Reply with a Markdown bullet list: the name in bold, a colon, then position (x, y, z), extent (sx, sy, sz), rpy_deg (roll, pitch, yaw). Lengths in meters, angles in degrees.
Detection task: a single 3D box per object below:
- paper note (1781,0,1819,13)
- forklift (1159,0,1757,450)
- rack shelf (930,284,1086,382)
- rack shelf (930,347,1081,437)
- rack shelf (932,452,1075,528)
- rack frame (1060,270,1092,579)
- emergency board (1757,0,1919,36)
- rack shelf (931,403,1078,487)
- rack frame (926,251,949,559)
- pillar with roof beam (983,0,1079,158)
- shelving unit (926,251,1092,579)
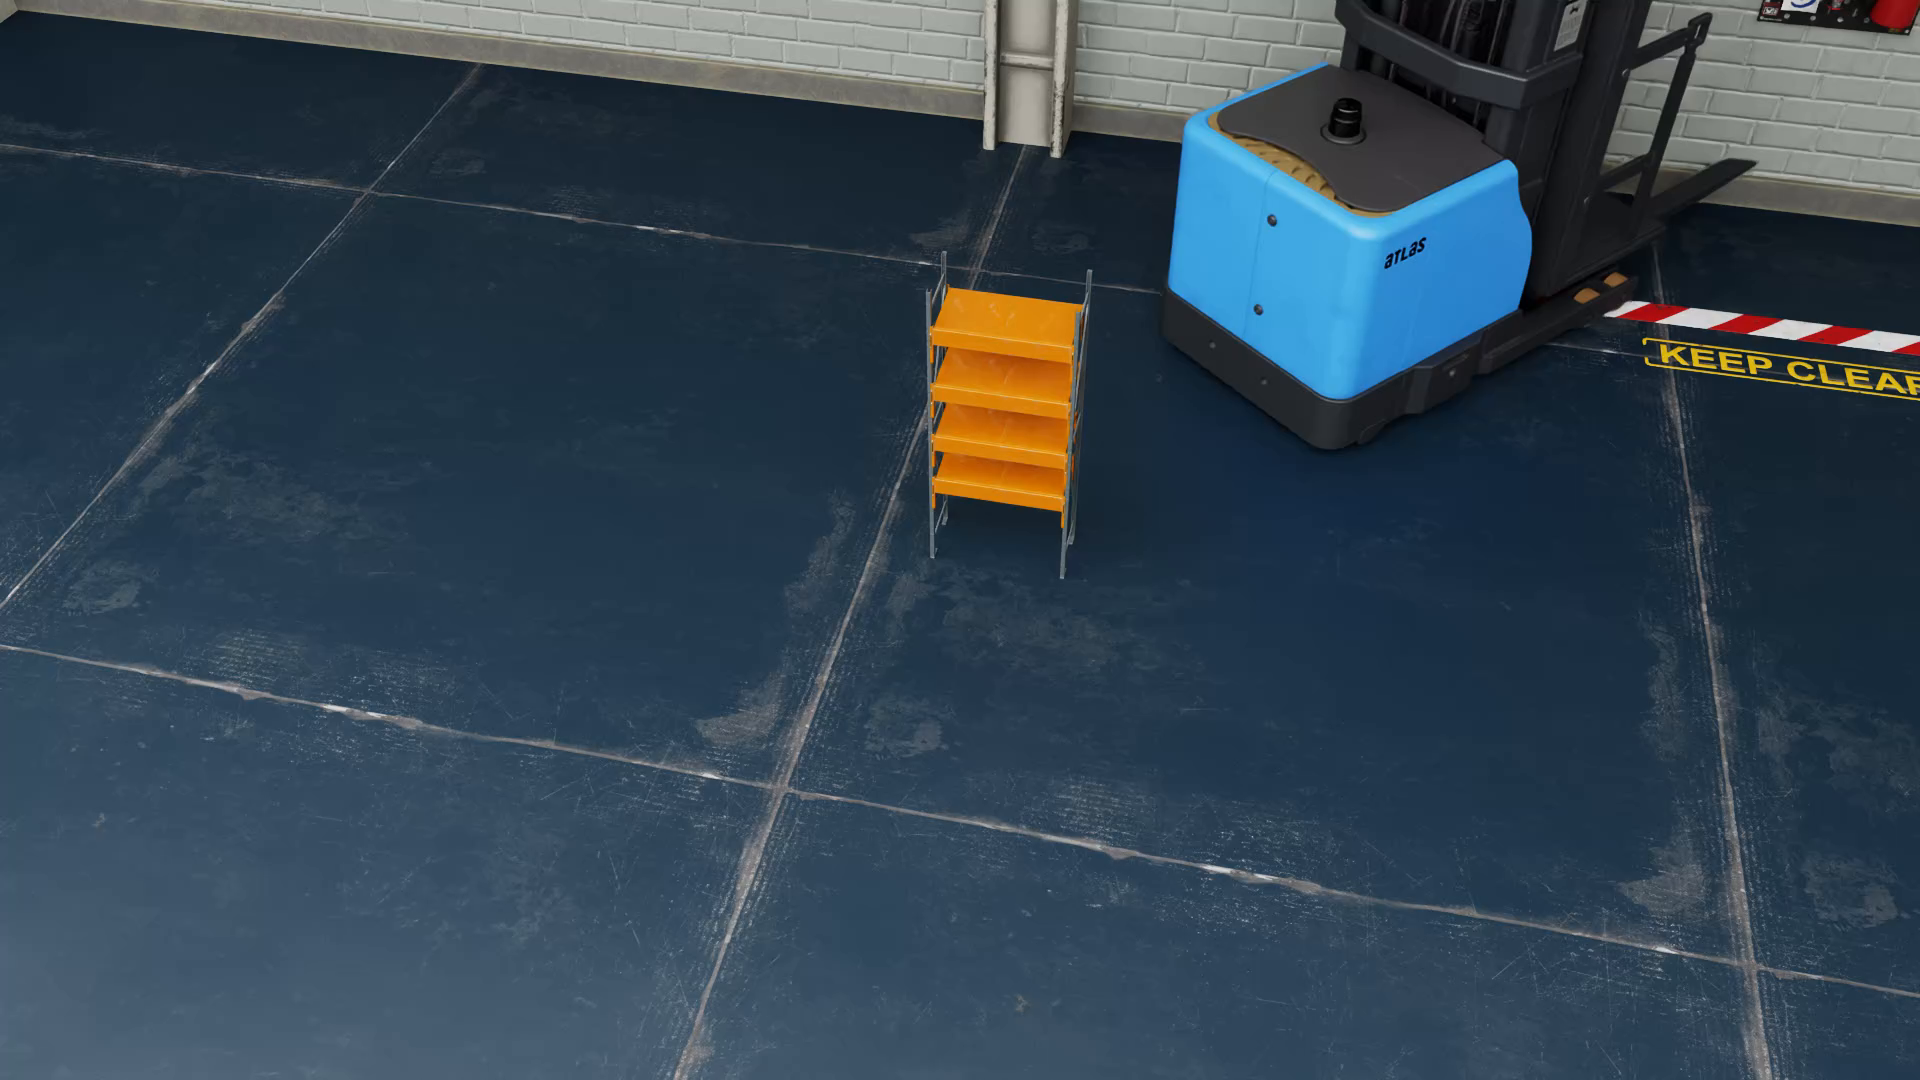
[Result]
- **paper note**: position (3.635, -2.349, 7.163), extent (0.142, 0.148, 0.016), rpy_deg (9, 45, 9)
- **forklift**: position (2.334, -2.246, 6.470), extent (3.031, 2.935, 1.130), rpy_deg (-27, 50, -25)
- **rack shelf**: position (0.162, -0.690, 5.535), extent (0.480, 0.148, 0.258), rpy_deg (9, 45, 9)
- **rack shelf**: position (0.162, -0.520, 5.699), extent (0.480, 0.148, 0.258), rpy_deg (9, 45, 9)
- **rack shelf**: position (0.162, -0.216, 5.992), extent (0.480, 0.148, 0.258), rpy_deg (9, 45, 9)
- **rack frame**: position (0.400, -0.370, 5.769), extent (0.015, 1.200, 0.240), rpy_deg (9, 45, 9)
- **emergency board**: position (3.793, -2.593, 6.781), extent (0.643, 1.169, 0.194), rpy_deg (9, 45, 9)
- **rack shelf**: position (0.162, -0.359, 5.855), extent (0.480, 0.148, 0.258), rpy_deg (9, 45, 9)
- **rack frame**: position (-0.077, -0.444, 5.846), extent (0.015, 1.200, 0.240), rpy_deg (9, 45, 9)
- **pillar with roof beam**: position (-0.599, -2.350, 2.202), extent (0.400, 9.000, 9.100), rpy_deg (9, 45, 9)
- **shelving unit**: position (0.162, -0.407, 5.808), extent (0.503, 1.200, 0.258), rpy_deg (9, 45, 9)
